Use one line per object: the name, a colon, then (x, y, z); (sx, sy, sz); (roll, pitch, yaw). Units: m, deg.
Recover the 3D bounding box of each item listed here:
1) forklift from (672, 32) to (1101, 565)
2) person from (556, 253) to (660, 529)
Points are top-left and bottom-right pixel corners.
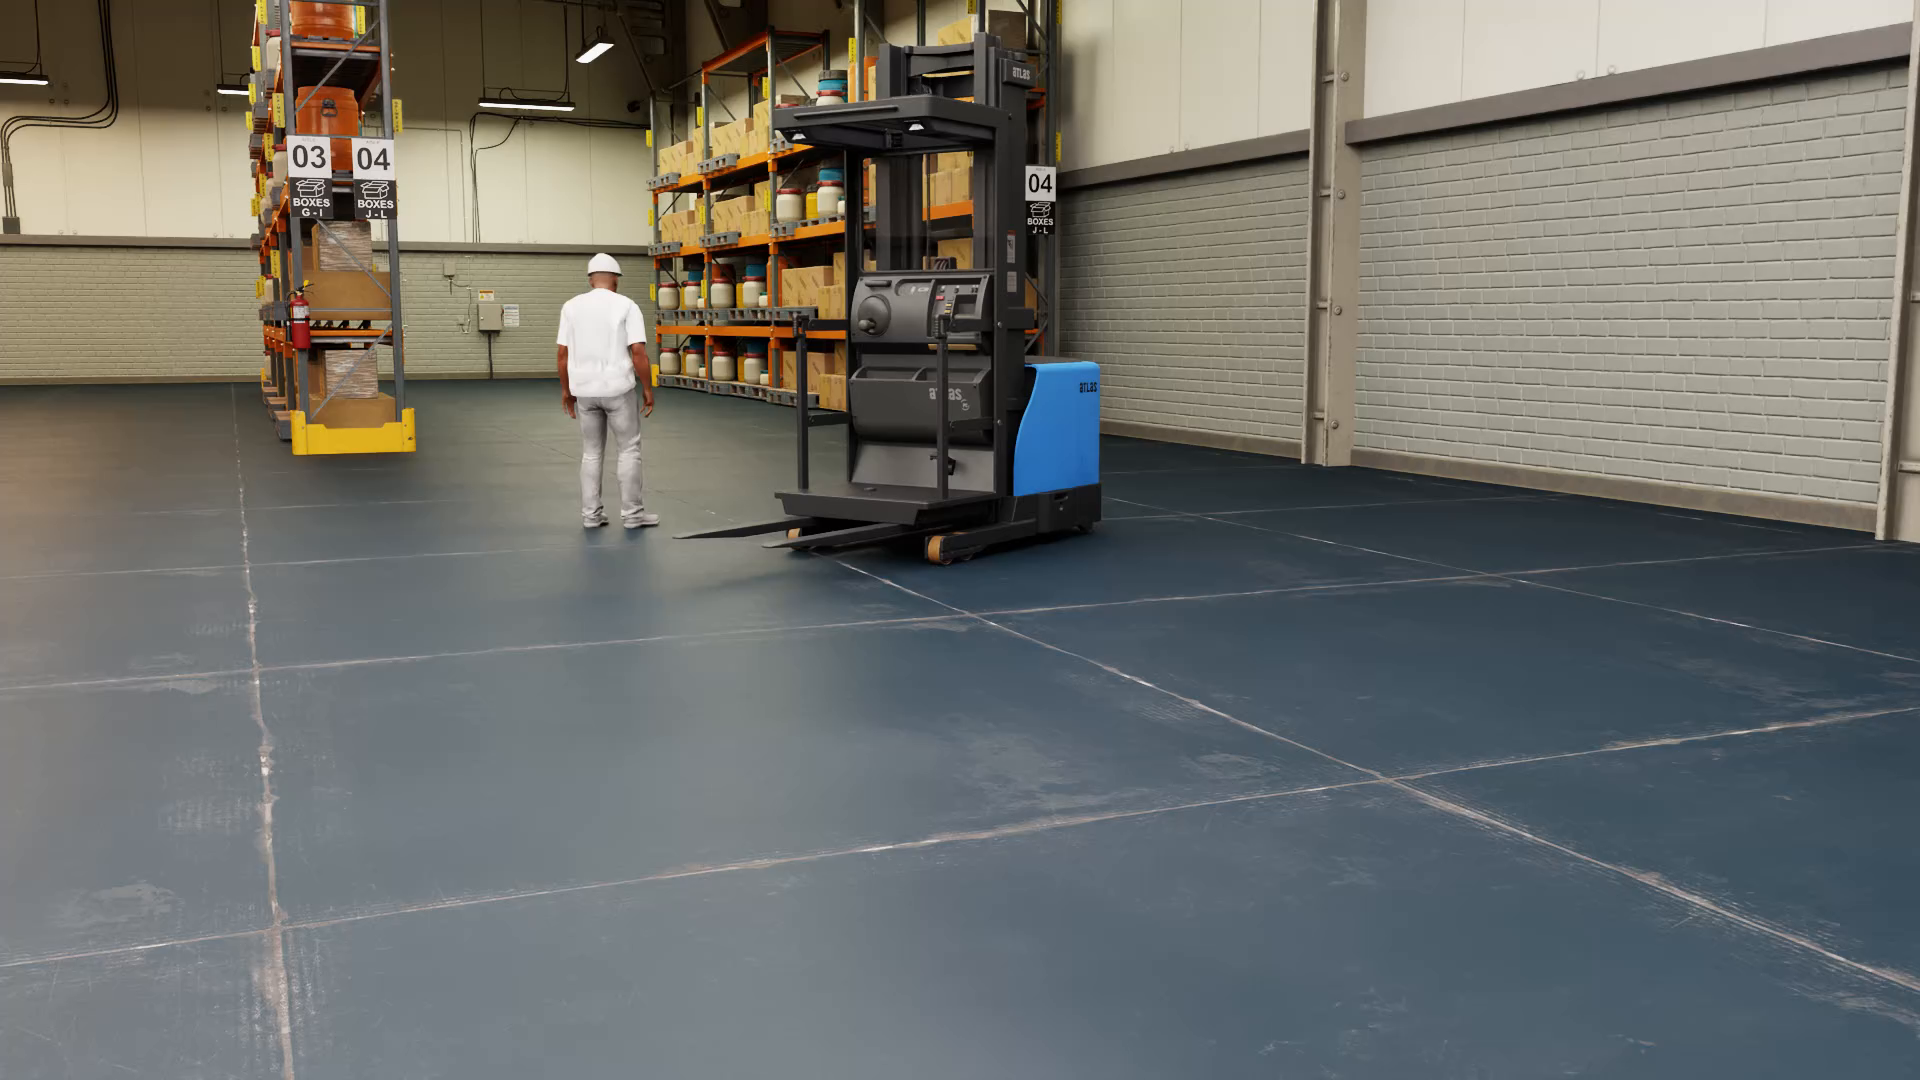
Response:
forklift: (-0.353, -1.386, 9.451); (1.130, 2.935, 3.031); (5, 9, 34)
person: (-2.279, -0.962, 10.734); (0.629, 1.759, 0.460); (2, 8, 12)
